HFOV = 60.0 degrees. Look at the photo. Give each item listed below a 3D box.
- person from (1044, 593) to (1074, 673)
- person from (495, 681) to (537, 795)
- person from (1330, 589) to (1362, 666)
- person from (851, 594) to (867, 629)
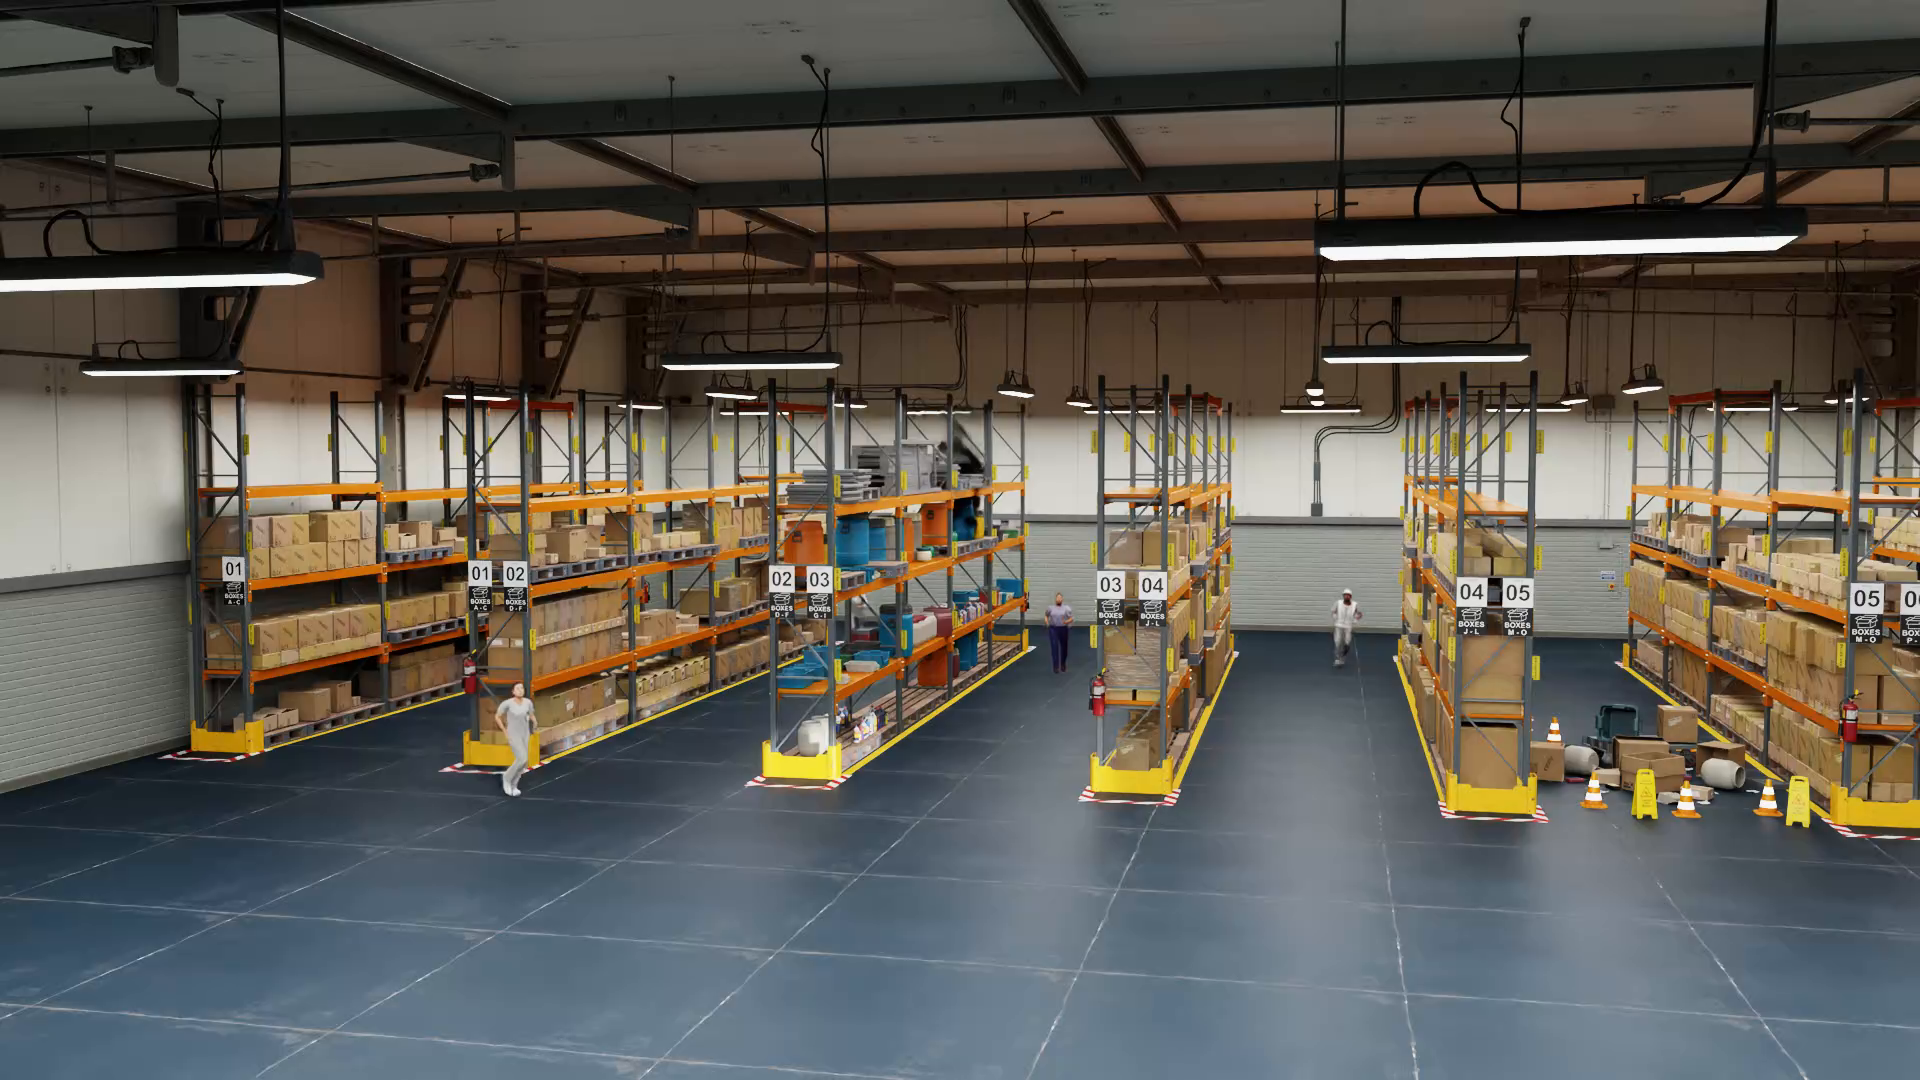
[{"bbox_3d":[2.052,1.945,34.584,0.620,1.635,0.786,0,3,3],"label":"person"},{"bbox_3d":[-6.265,2.822,23.679,0.593,1.636,0.548,3,4,42],"label":"person"},{"bbox_3d":[8.691,1.987,37.498,0.687,1.751,0.637,1,3,17],"label":"person"},{"bbox_3d":[-2.382,1.776,38.285,0.539,1.598,0.864,0,3,3],"label":"person"}]
